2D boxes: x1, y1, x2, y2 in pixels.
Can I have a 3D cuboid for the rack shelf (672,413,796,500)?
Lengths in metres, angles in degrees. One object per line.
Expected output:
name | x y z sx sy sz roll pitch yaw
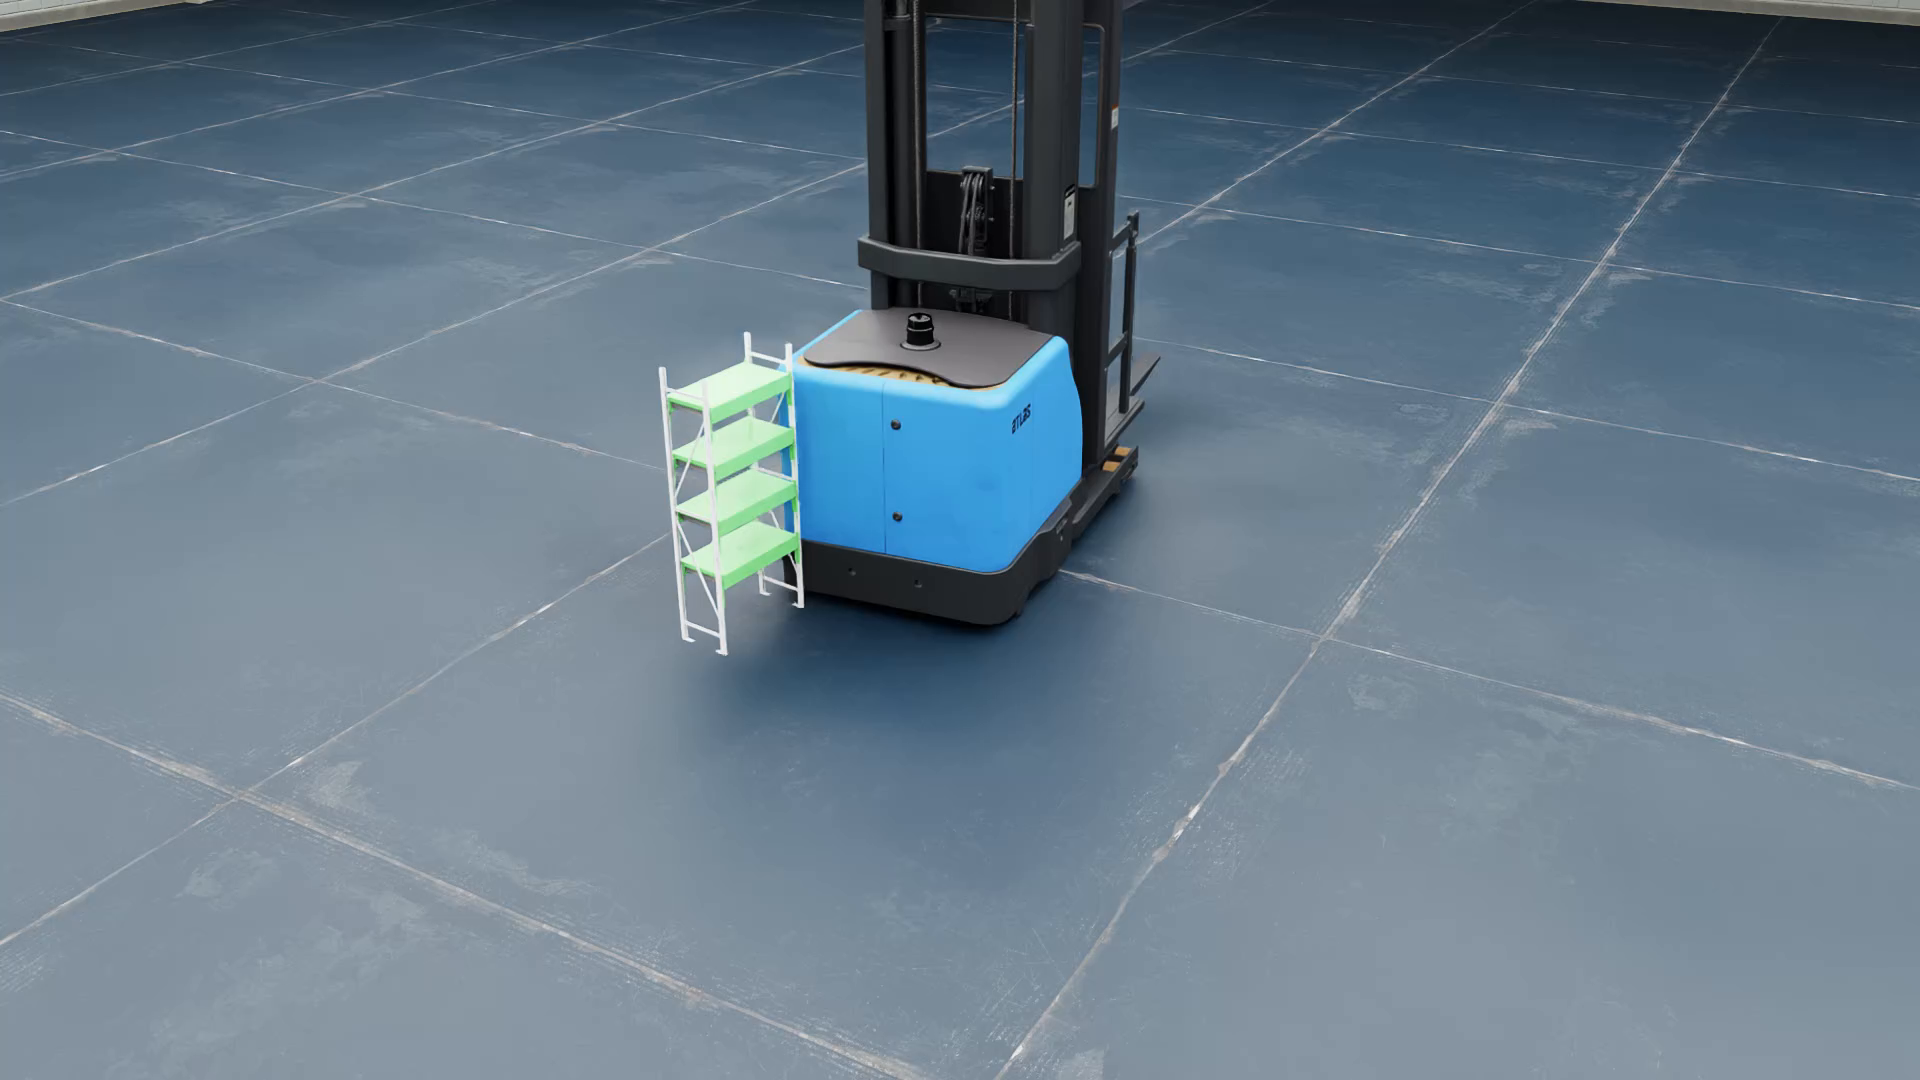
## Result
rack shelf | -0.914 -0.342 6.699 0.258 0.148 0.480 18 31 31

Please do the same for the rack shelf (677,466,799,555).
rack shelf | -0.914 -0.127 6.806 0.258 0.148 0.480 18 31 31

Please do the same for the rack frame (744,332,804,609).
rack frame | -0.774 -0.274 6.956 0.240 1.200 0.015 18 31 31

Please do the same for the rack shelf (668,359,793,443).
rack shelf | -0.914 -0.556 6.592 0.258 0.148 0.480 18 31 31

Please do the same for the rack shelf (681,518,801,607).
rack shelf | -0.914 0.087 6.914 0.258 0.148 0.480 18 31 31

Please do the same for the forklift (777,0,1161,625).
forklift | 0.252 -1.596 7.664 1.130 2.935 3.031 10 28 20

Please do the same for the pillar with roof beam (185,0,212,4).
pillar with roof beam | -6.251 -10.211 18.095 9.100 9.000 0.400 14 30 26

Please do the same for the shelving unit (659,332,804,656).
shelving unit | -0.914 -0.184 6.778 0.258 1.200 0.503 18 31 31

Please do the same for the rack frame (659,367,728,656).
rack frame | -1.055 -0.095 6.600 0.240 1.200 0.015 18 31 31
